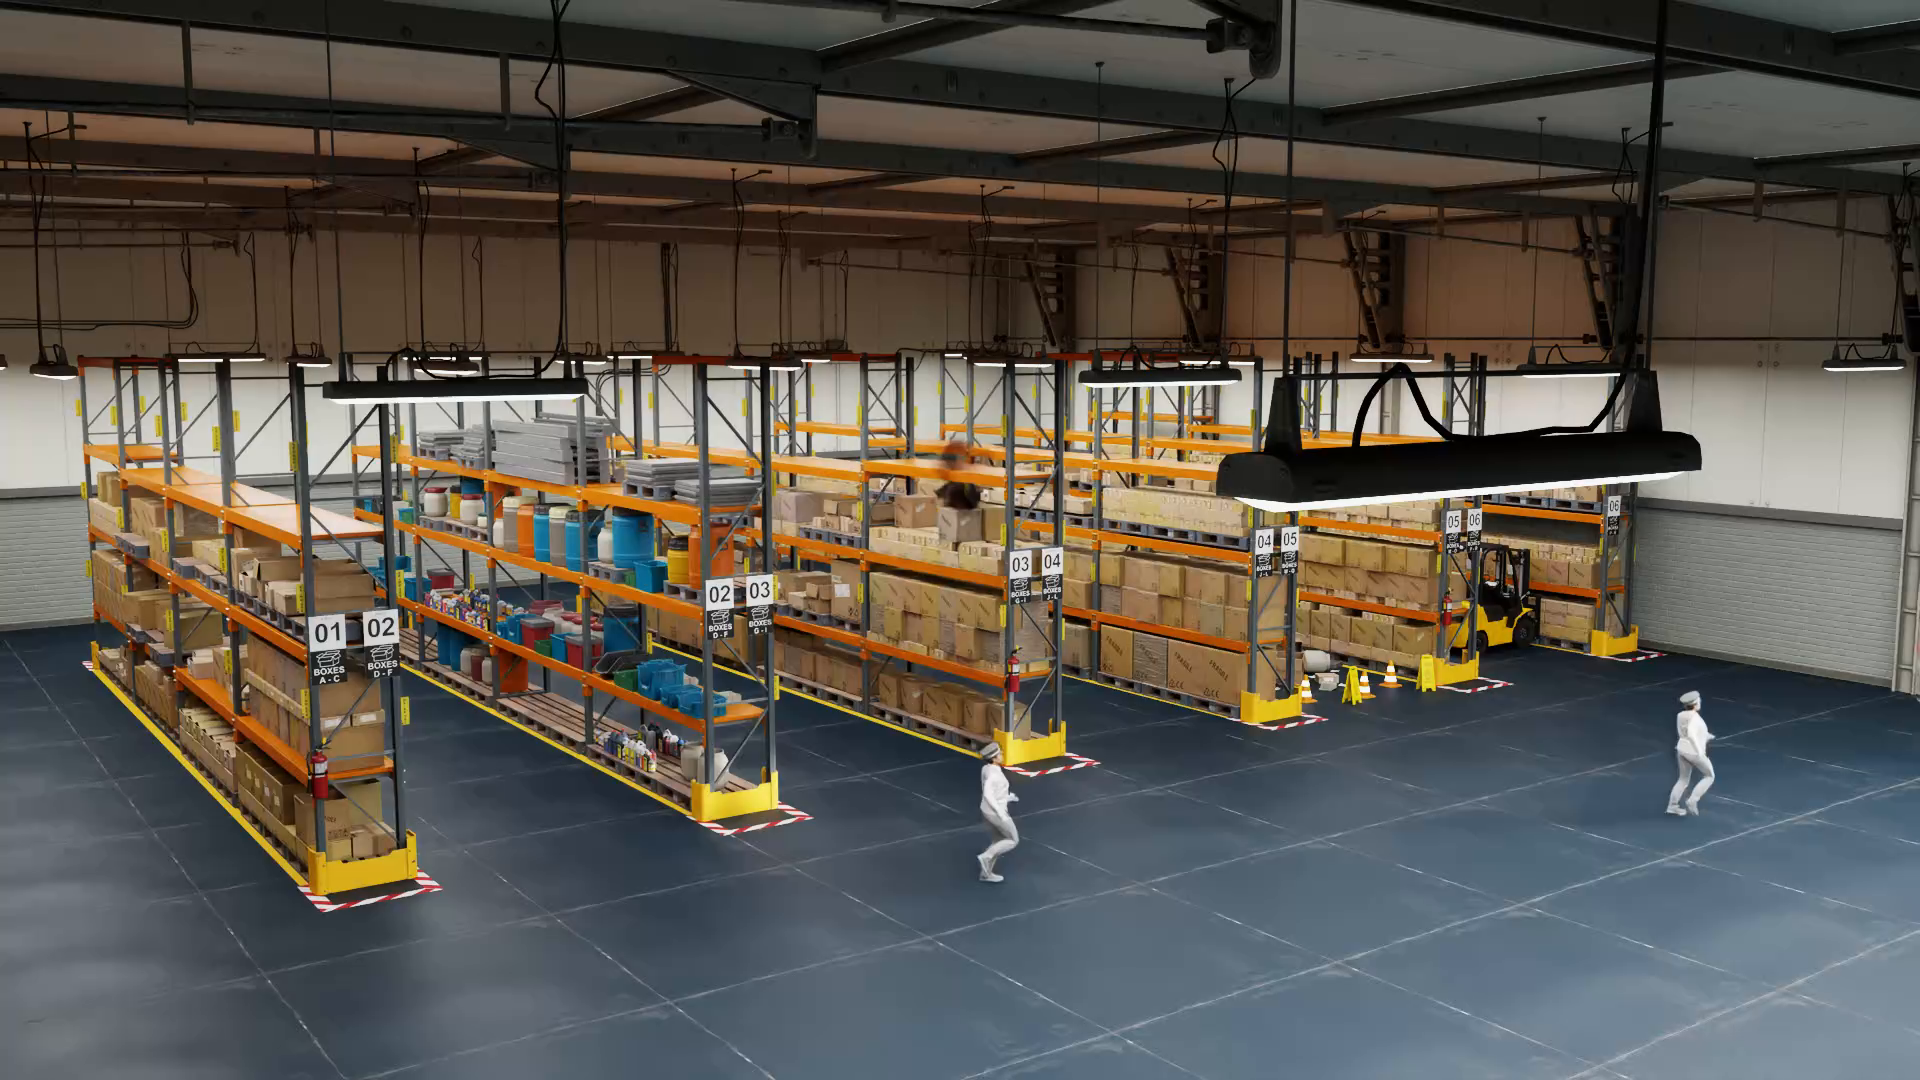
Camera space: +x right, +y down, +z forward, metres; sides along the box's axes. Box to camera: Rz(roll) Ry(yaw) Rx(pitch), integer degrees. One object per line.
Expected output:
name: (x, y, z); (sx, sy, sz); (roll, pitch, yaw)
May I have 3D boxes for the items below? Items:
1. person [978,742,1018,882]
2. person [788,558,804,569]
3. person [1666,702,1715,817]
person: (0.444, 3.171, 19.386); (0.540, 1.650, 0.608); (-2, 7, -15)
person: (-4.157, 0.430, 42.213); (0.452, 1.472, 0.668); (0, 7, -4)
person: (9.719, 2.854, 21.985); (0.647, 1.630, 0.479); (-2, 7, -15)
